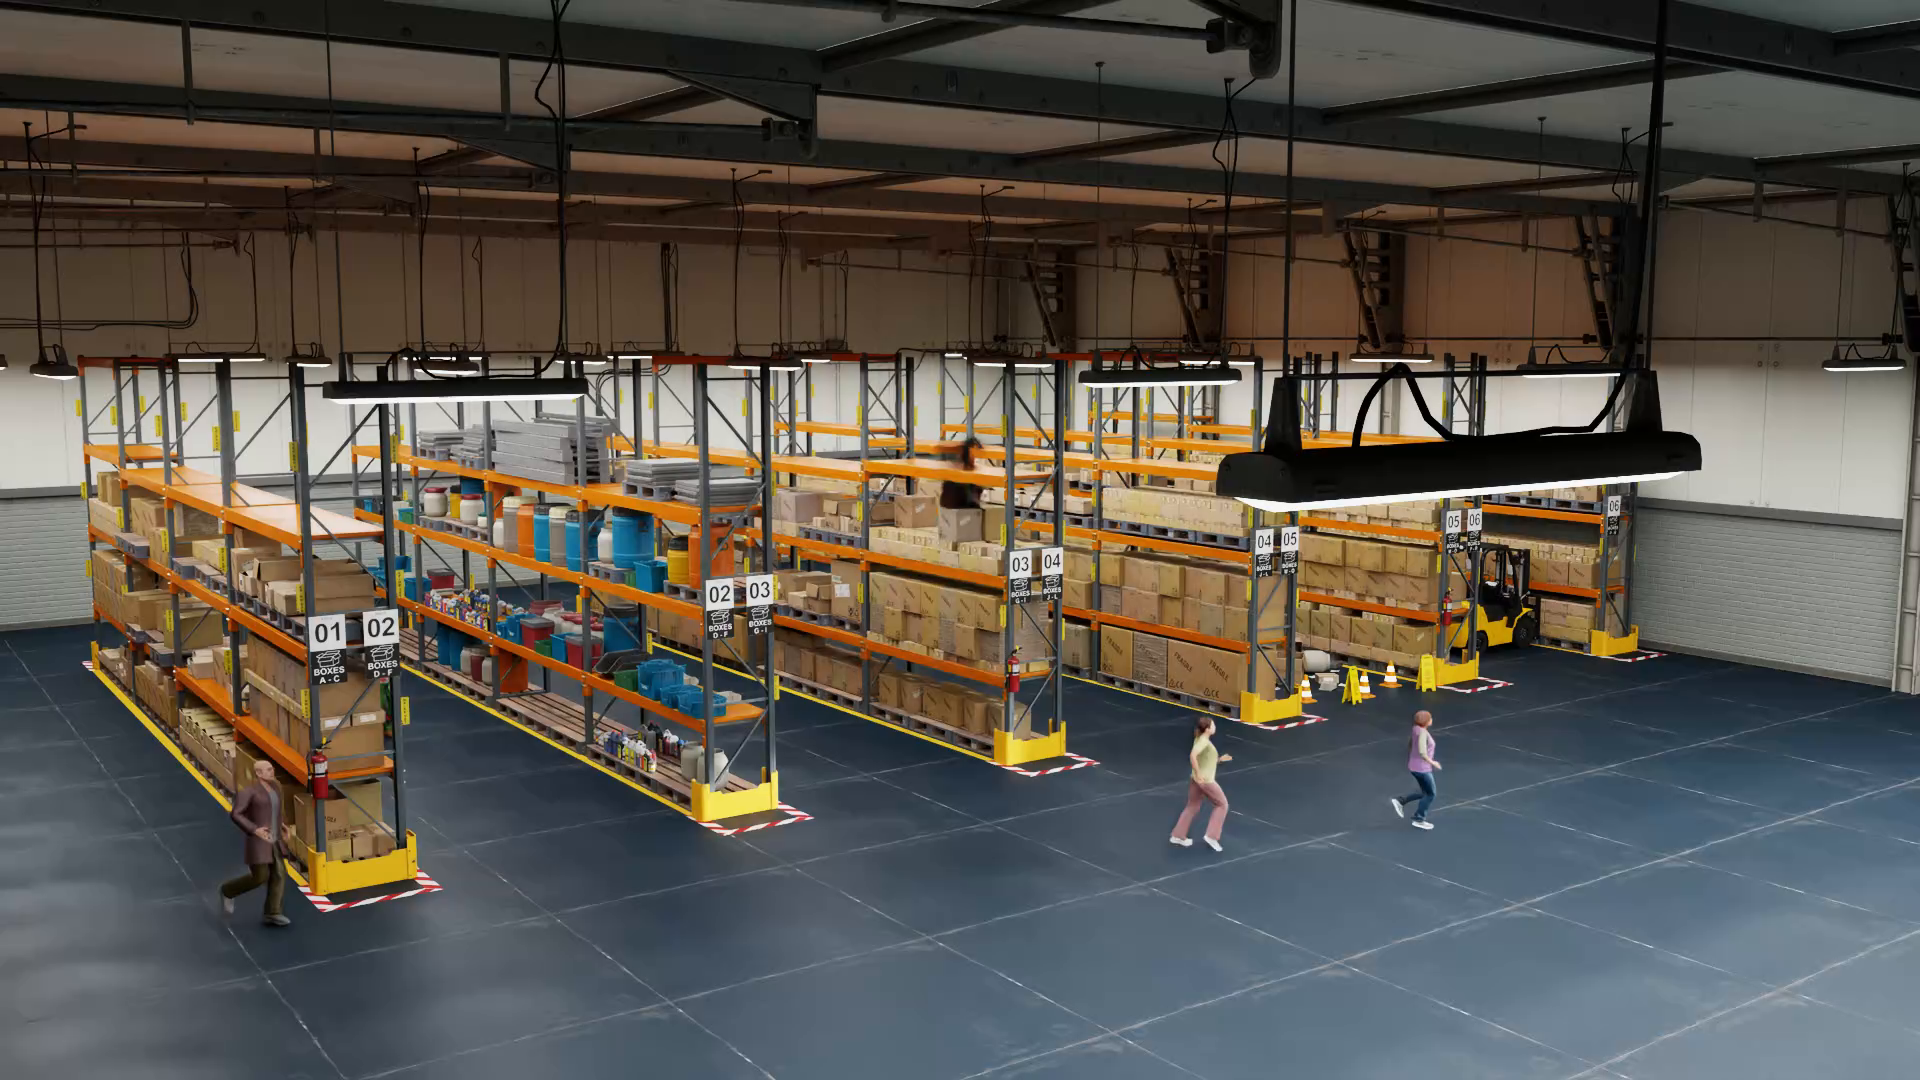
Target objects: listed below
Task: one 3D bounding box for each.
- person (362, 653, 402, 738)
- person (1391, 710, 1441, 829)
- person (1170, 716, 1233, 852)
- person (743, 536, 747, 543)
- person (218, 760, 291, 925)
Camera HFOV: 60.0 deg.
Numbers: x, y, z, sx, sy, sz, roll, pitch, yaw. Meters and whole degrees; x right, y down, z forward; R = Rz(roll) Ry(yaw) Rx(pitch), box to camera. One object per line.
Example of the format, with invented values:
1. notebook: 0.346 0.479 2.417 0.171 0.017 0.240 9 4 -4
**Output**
1. person: -9.235 2.263 26.607 0.659 1.729 0.720 -6 9 -39
2. person: 5.903 2.964 21.503 0.576 1.559 0.564 0 7 0
3. person: 2.993 3.019 20.557 0.801 1.713 0.540 -2 7 -12
4. person: -5.086 0.740 39.135 0.718 1.801 0.675 -3 7 -21
5. person: -7.605 3.273 18.196 0.916 1.722 0.773 2 7 18
